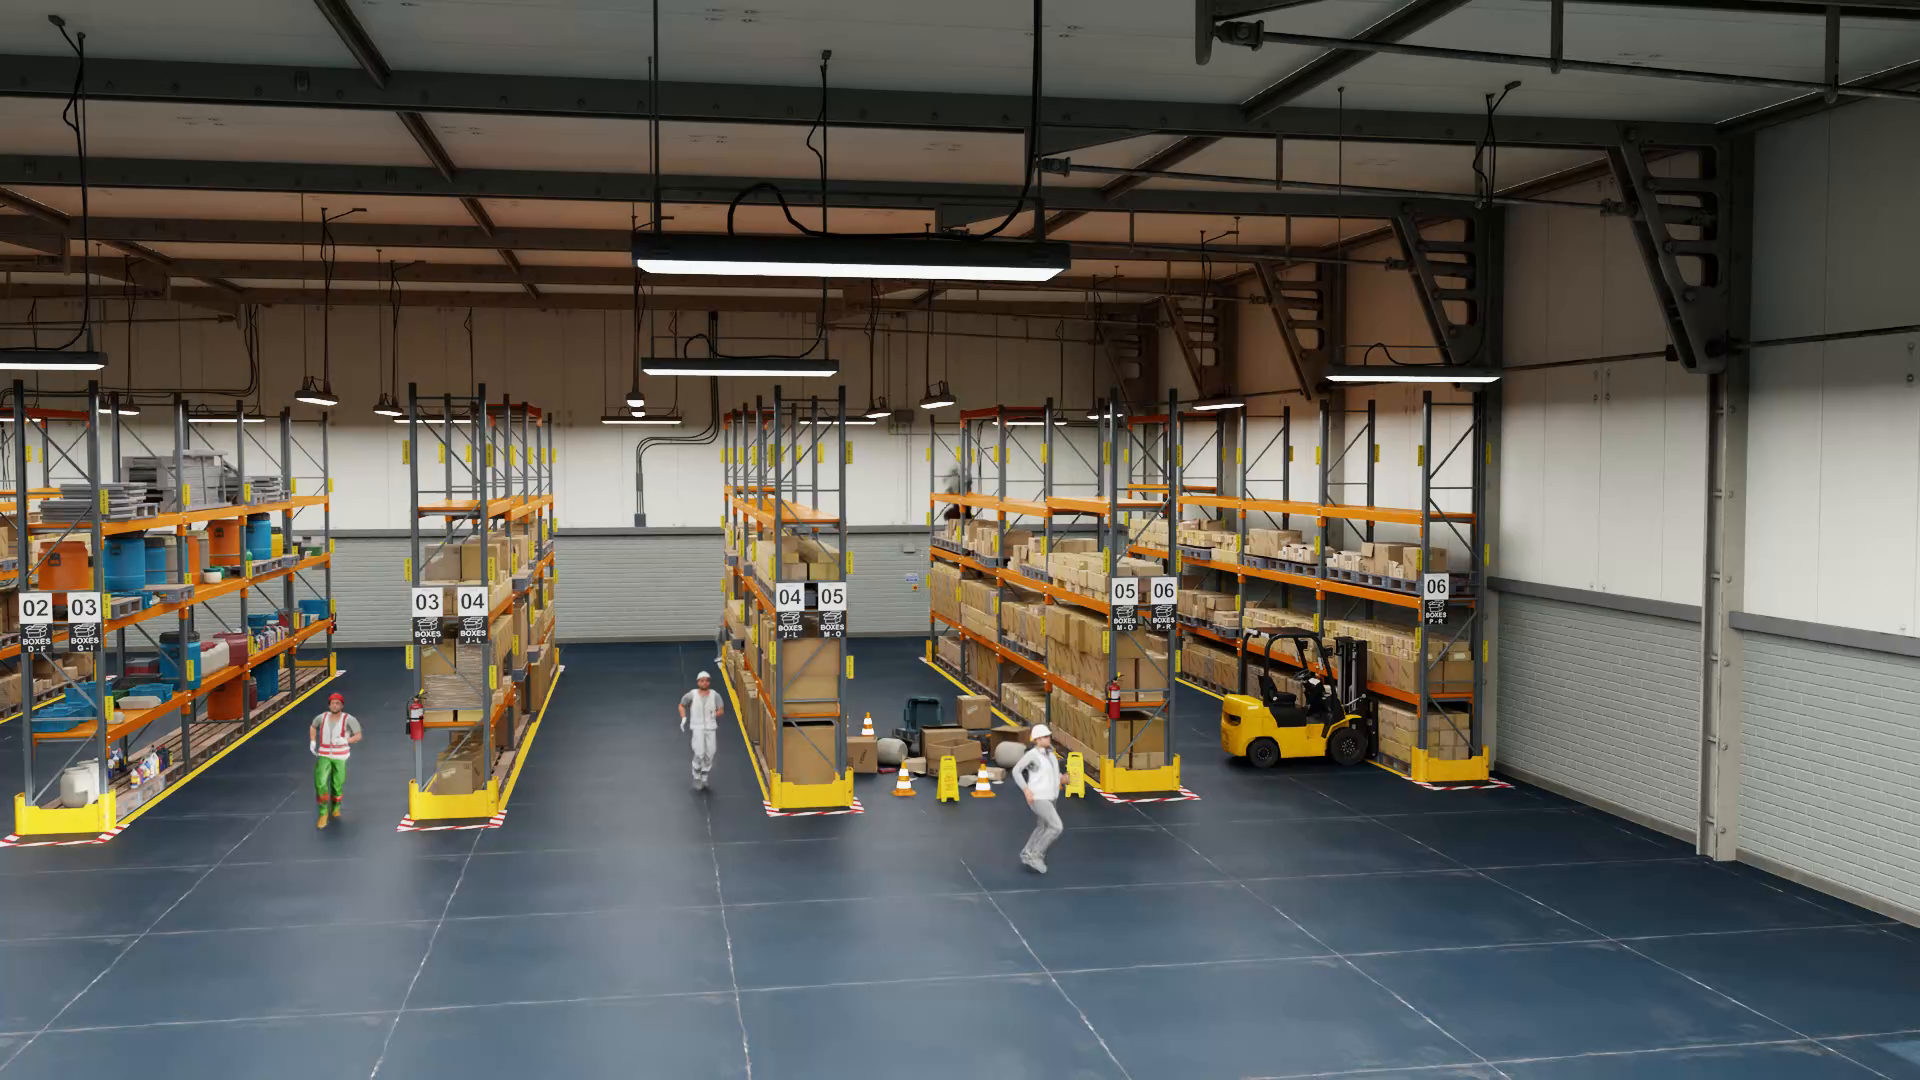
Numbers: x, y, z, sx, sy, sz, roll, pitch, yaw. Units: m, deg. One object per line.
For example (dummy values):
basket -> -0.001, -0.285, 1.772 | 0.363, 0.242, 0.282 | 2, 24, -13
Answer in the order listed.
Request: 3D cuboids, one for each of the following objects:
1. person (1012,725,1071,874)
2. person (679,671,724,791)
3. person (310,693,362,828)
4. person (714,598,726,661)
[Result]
person -> 1.014, 3.107, 19.963 | 0.694, 1.772, 0.631 | 2, 3, 30
person -> -3.825, 2.850, 24.793 | 0.641, 1.775, 0.690 | -1, 3, -20
person -> -8.498, 2.984, 22.609 | 0.704, 1.826, 0.684 | 0, 3, -9
person -> -5.646, 2.188, 40.569 | 0.693, 1.576, 0.582 | -1, 3, -23
